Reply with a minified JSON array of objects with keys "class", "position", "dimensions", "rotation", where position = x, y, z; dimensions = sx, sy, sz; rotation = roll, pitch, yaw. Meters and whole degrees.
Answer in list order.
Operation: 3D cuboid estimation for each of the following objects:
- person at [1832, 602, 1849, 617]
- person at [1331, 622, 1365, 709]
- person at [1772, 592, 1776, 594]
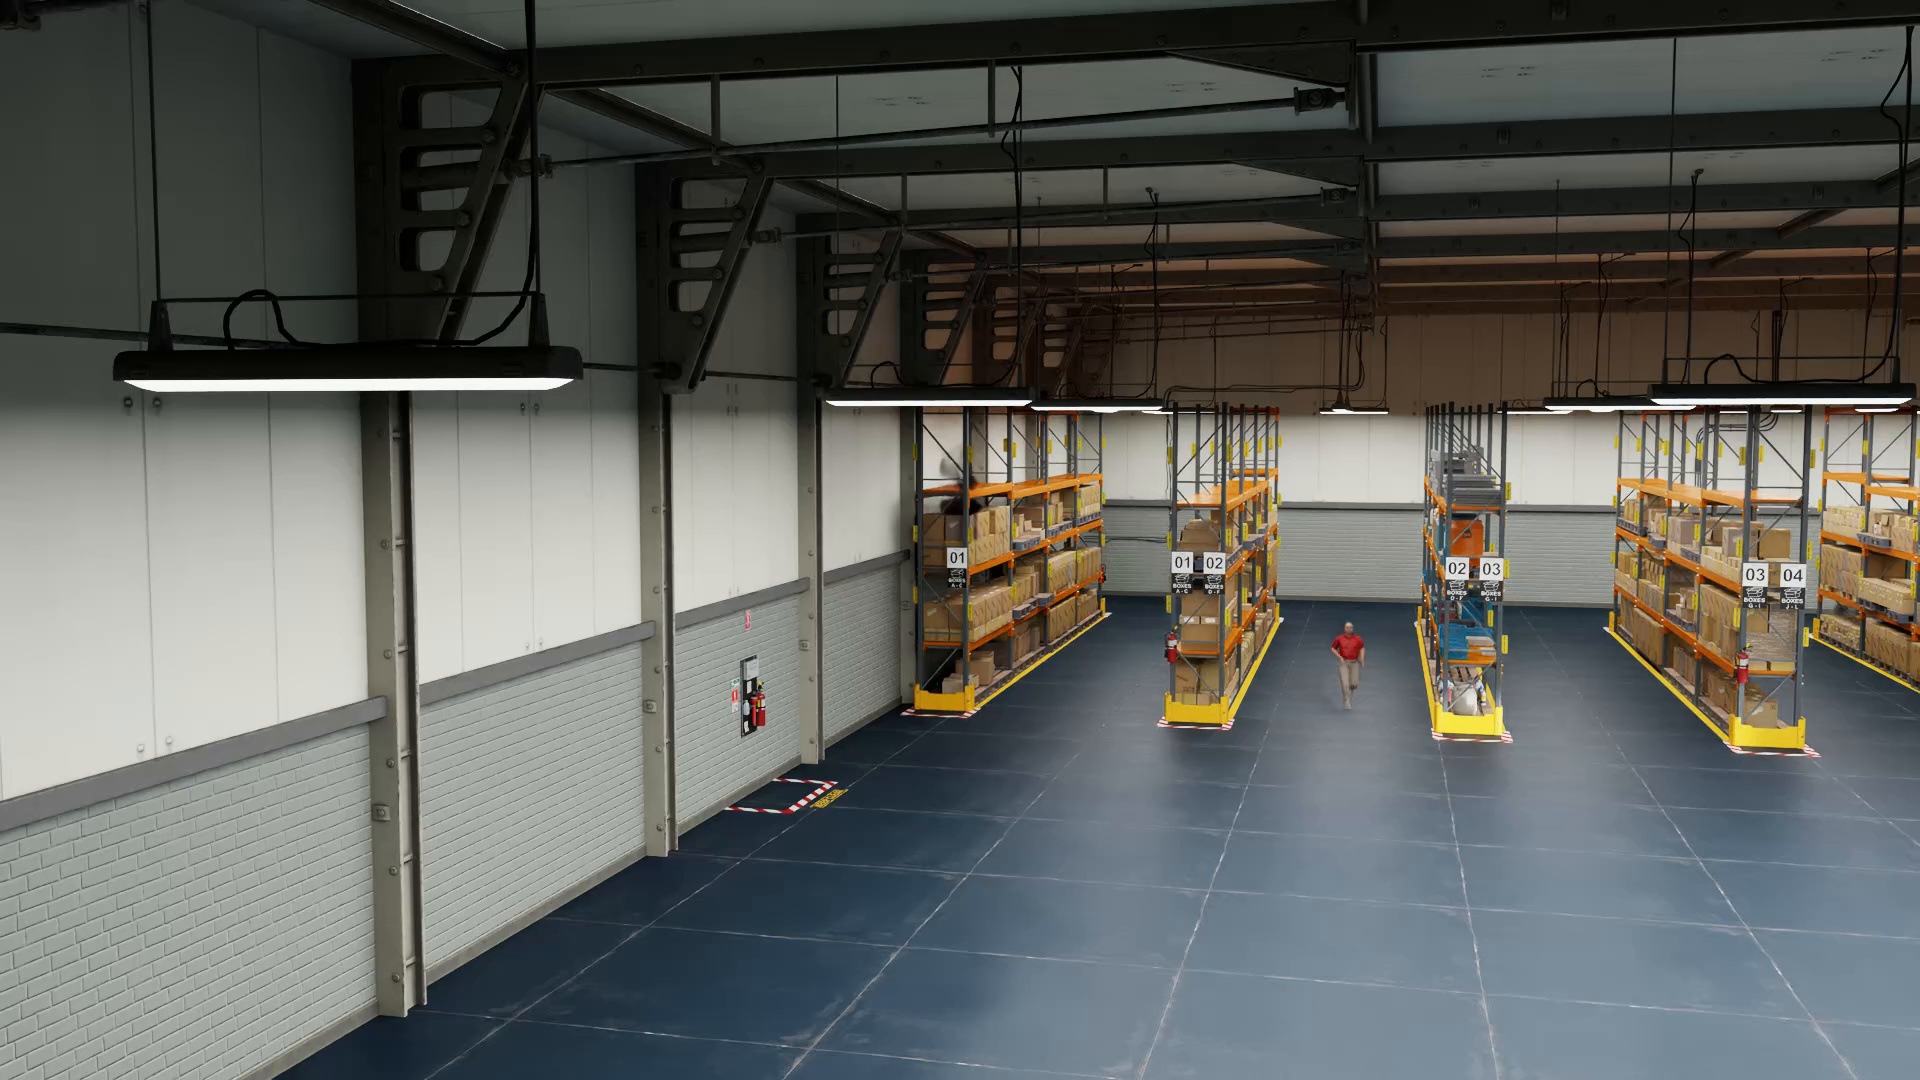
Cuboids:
[{"class":"person","position":[23.393,1.657,43.993],"dimensions":[0.804,1.683,0.617],"rotation":[4,6,41]},{"class":"person","position":[7.671,2.466,32.869],"dimensions":[0.665,1.688,0.603],"rotation":[0,4,4]},{"class":"person","position":[19.939,1.768,41.200],"dimensions":[0.690,1.760,1.026],"rotation":[1,4,8]}]
